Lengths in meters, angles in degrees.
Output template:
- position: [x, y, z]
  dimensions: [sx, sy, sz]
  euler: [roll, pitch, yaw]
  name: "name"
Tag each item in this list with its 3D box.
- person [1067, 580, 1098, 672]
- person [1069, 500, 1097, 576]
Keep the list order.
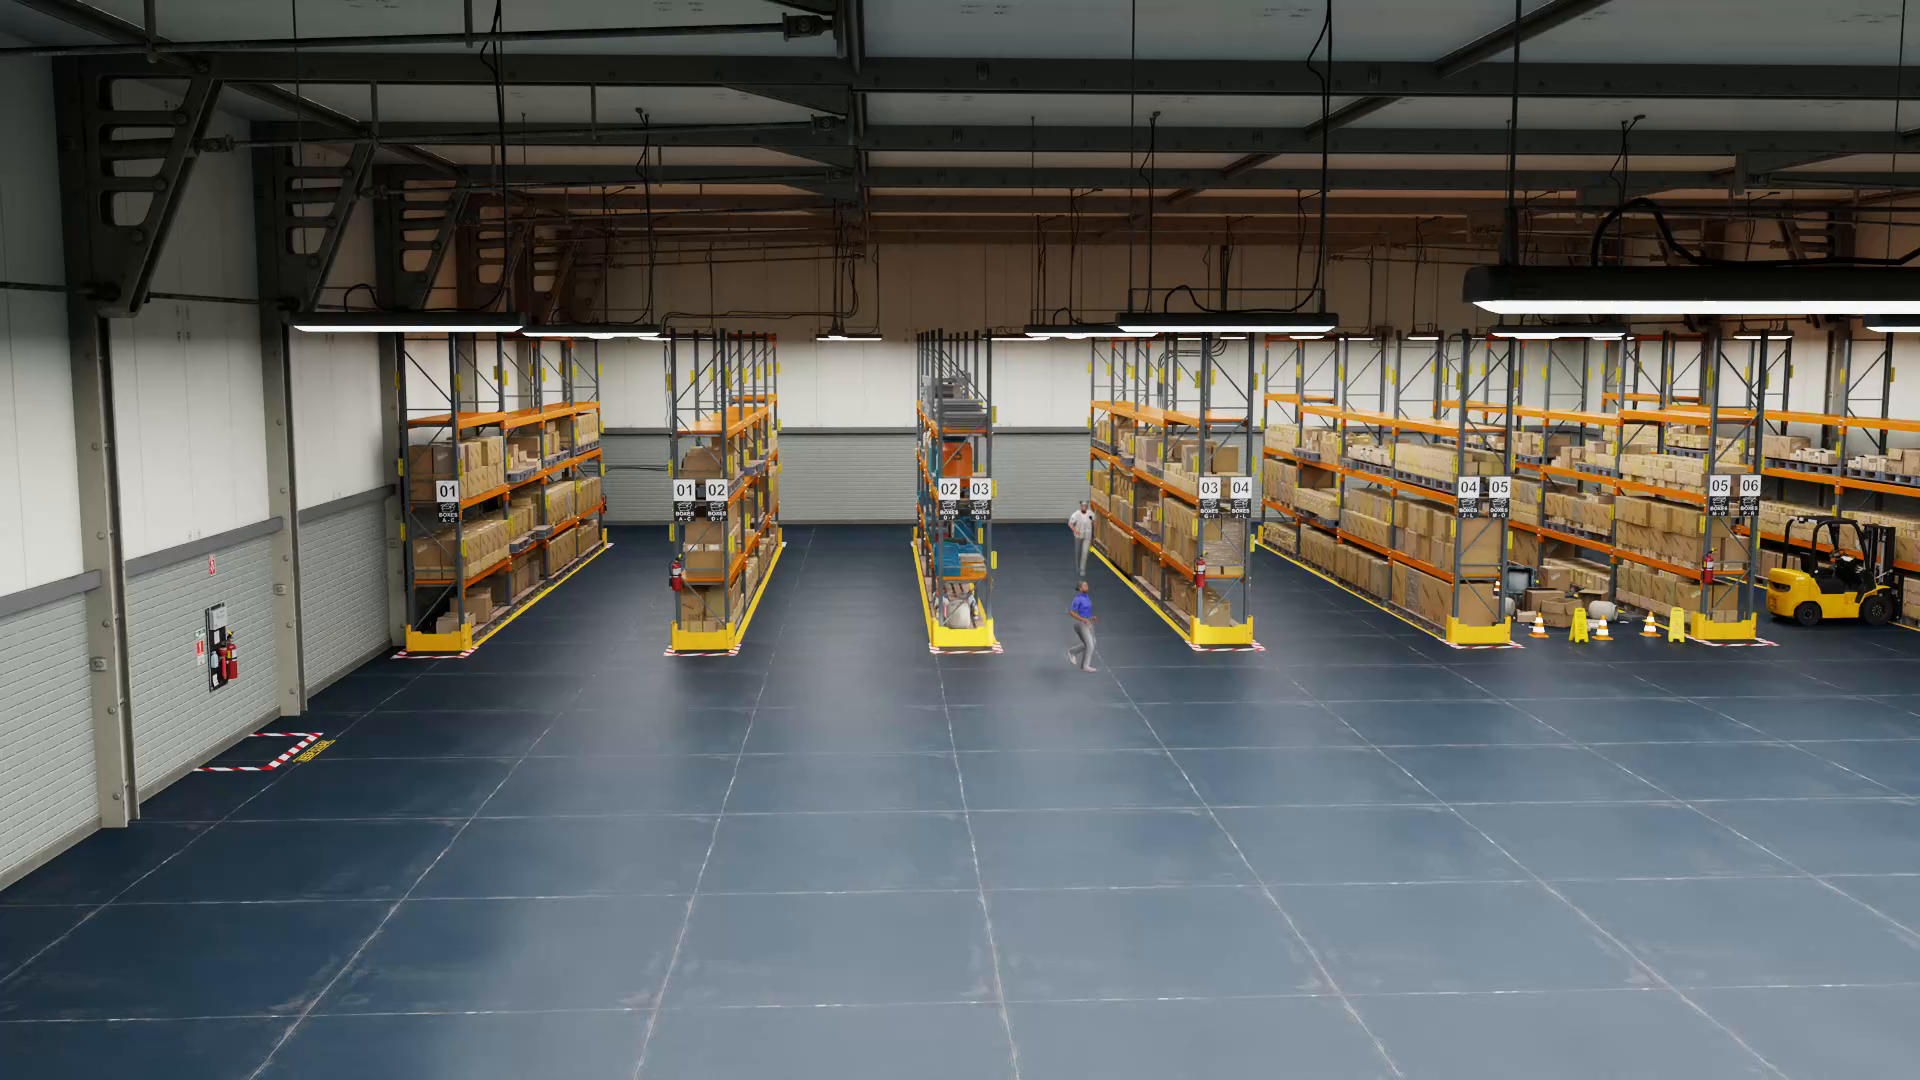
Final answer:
- position: [2.114, 1.497, 29.136]
  dimensions: [0.599, 1.604, 0.575]
  euler: [4, 8, 29]
  name: "person"
- position: [2.919, -0.071, 39.464]
  dimensions: [0.686, 1.795, 0.881]
  euler: [0, 7, -4]
  name: "person"
